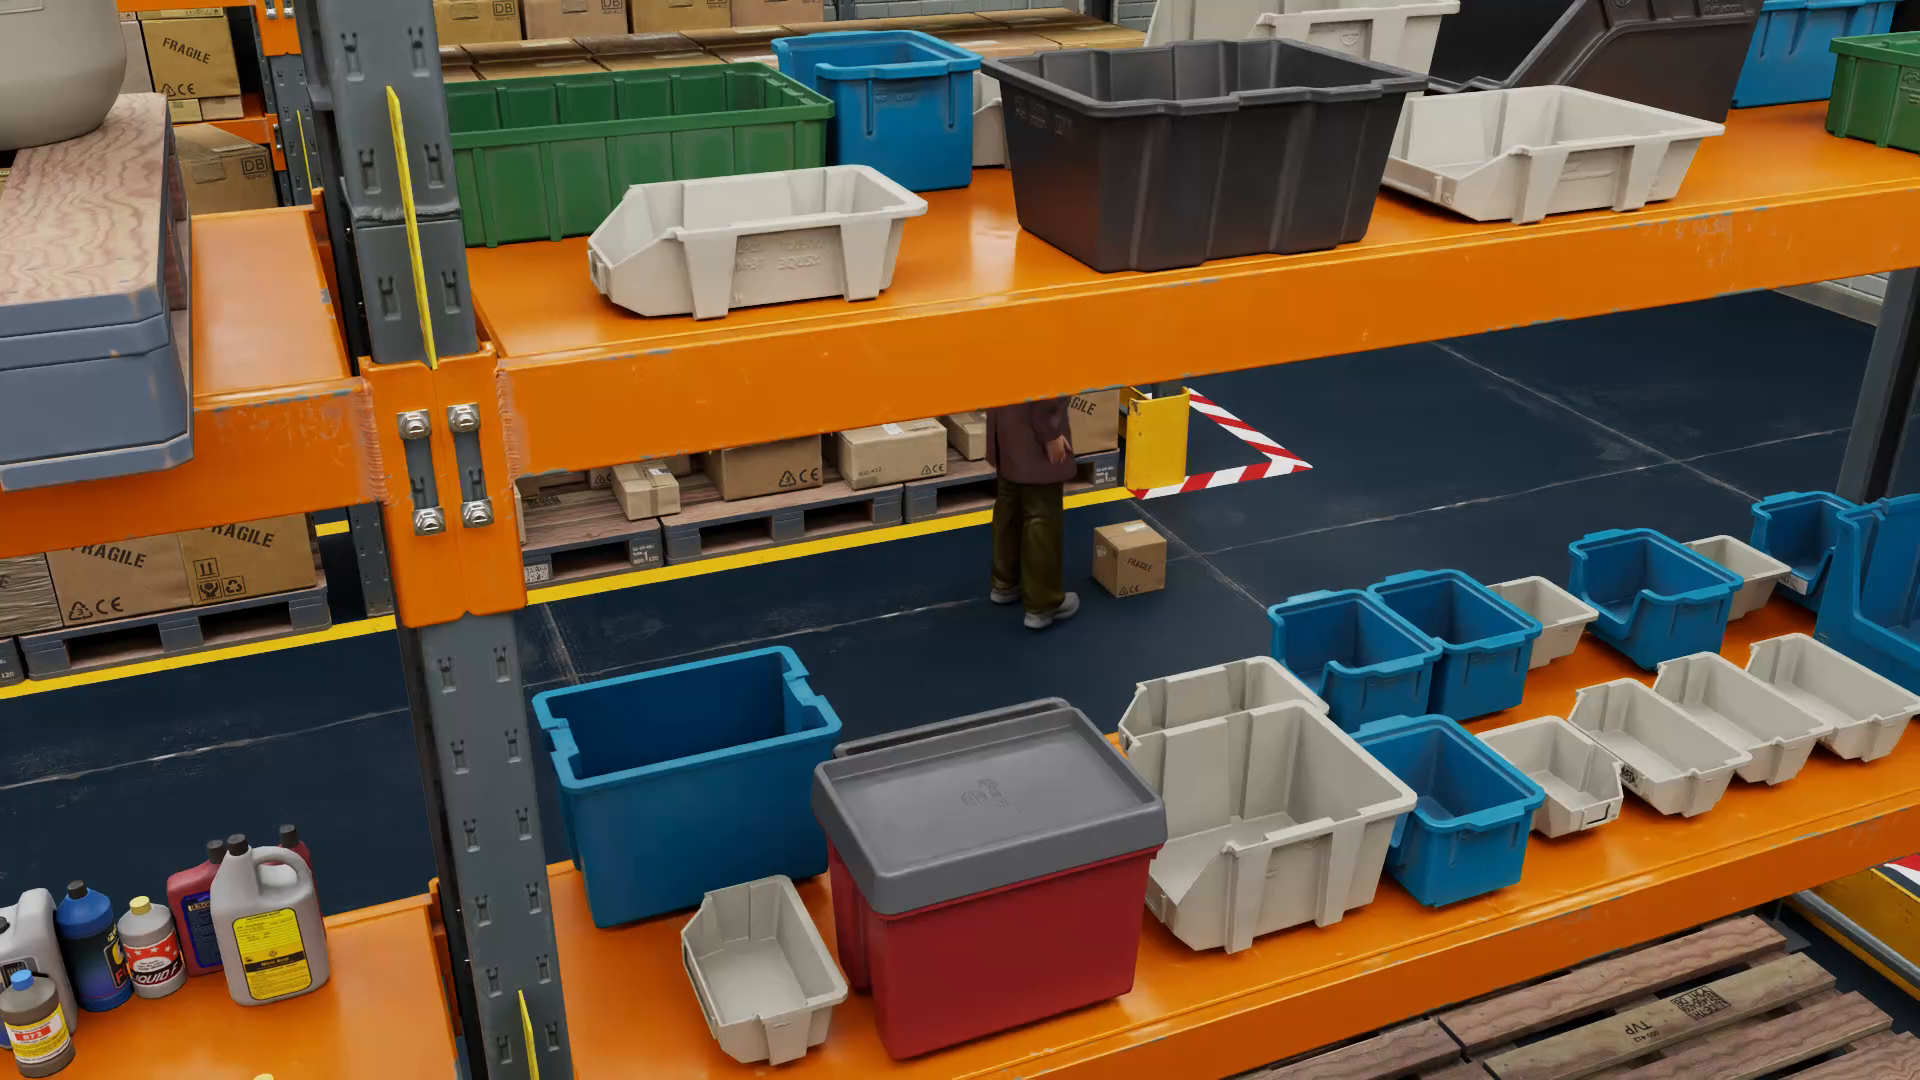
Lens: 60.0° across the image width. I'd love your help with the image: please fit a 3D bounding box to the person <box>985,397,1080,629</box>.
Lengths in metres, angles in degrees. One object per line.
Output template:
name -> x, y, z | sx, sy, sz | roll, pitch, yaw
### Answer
person -> 0.328, -0.526, 7.219 | 0.383, 1.790, 0.599 | -10, 27, -20
